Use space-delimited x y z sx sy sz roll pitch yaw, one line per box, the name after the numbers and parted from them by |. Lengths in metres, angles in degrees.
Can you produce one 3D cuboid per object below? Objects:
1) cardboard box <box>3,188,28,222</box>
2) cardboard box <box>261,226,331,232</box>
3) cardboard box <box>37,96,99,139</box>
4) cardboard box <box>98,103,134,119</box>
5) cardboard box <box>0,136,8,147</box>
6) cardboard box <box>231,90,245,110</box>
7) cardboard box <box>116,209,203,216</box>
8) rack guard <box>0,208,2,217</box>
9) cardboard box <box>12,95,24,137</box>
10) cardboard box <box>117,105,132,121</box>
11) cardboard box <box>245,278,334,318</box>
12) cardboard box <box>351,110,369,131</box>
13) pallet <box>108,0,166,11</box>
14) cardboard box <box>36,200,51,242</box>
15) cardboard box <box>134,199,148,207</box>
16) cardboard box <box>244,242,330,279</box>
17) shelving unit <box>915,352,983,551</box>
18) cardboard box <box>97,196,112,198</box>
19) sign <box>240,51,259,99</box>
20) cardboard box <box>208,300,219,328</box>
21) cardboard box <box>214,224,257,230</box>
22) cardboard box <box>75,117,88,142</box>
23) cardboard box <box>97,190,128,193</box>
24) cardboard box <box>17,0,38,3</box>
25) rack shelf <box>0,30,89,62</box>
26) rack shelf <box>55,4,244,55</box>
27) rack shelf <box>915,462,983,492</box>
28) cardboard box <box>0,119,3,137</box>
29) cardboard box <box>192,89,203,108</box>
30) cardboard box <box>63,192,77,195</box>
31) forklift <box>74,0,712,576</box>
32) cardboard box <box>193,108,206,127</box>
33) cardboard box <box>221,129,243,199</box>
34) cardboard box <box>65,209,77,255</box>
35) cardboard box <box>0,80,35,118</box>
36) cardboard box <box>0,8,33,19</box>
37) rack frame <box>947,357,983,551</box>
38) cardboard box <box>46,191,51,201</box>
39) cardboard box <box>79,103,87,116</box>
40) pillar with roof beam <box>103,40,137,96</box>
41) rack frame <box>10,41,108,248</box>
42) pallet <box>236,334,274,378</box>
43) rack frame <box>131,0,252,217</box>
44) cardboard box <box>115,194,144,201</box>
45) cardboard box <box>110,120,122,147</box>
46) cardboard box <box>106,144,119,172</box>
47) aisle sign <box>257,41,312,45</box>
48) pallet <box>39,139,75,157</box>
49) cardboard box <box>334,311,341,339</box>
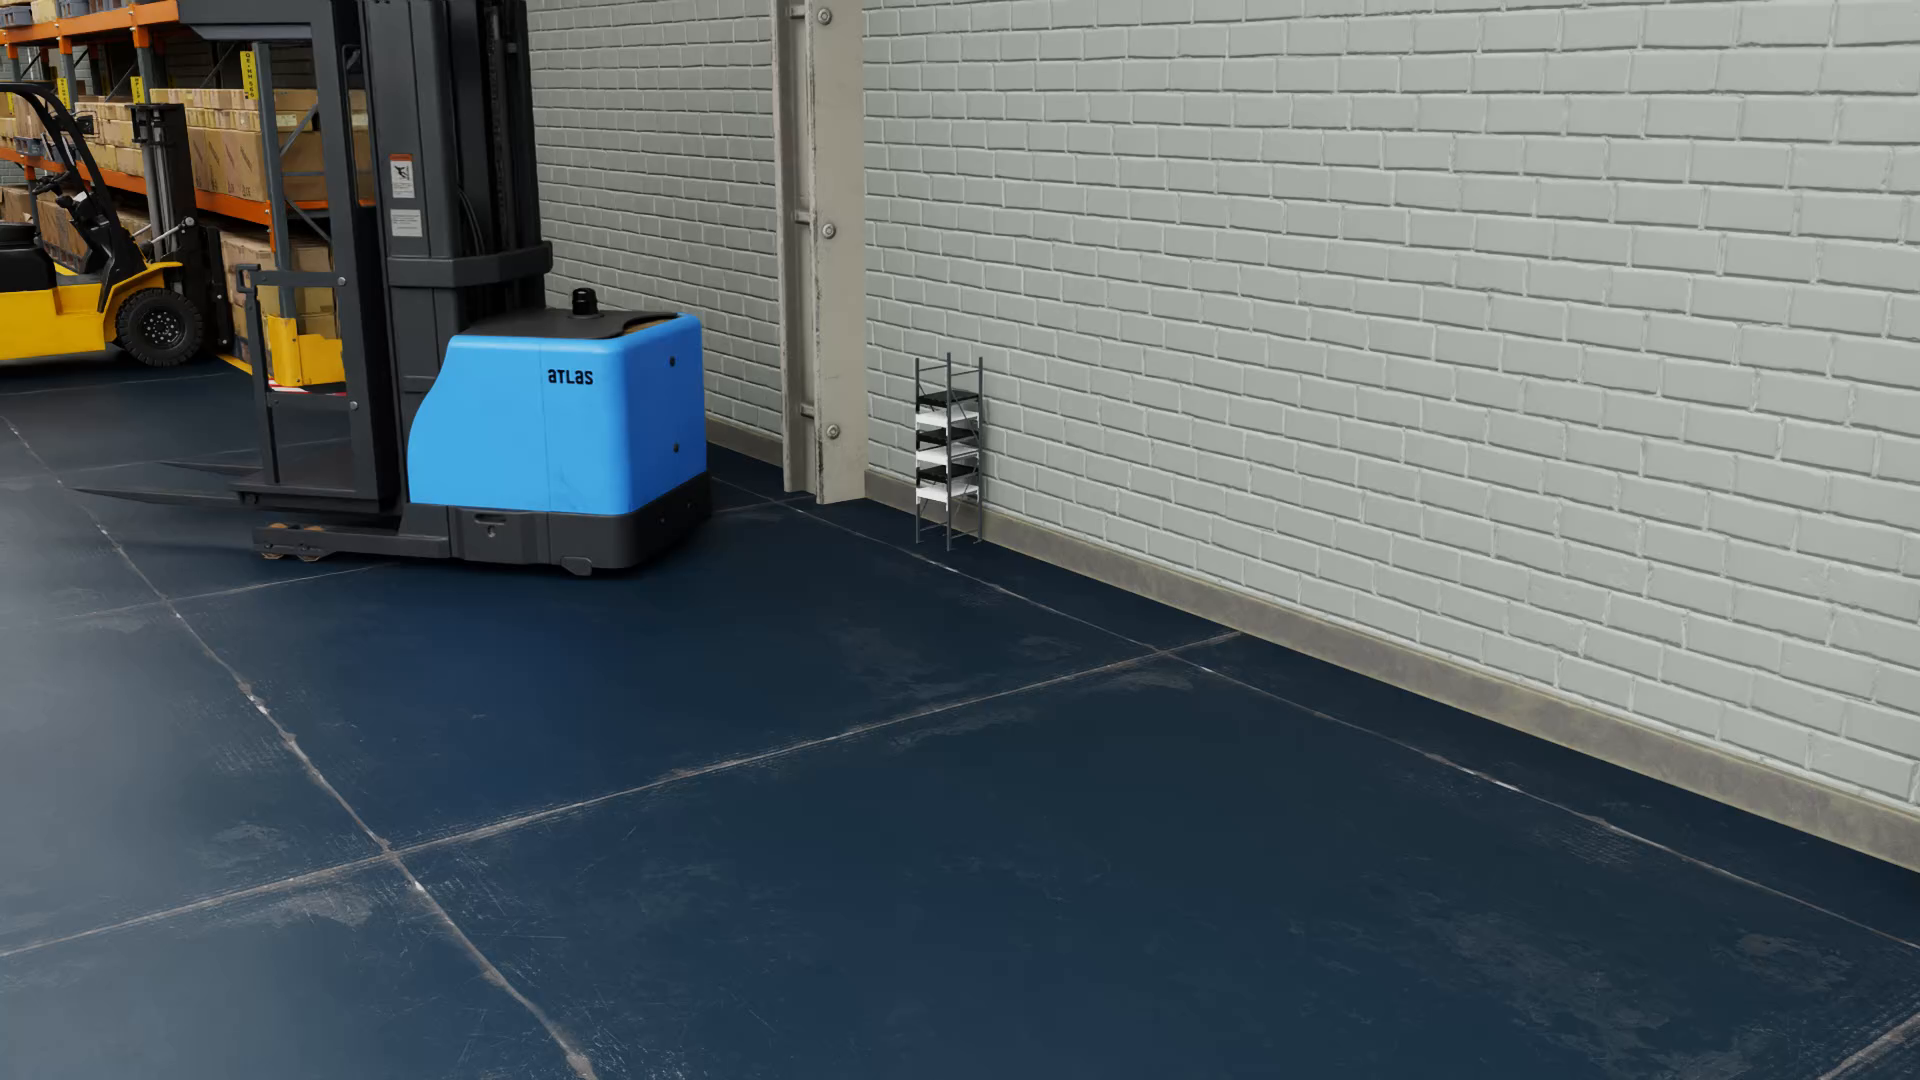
-13.224 -4.772 23.769 0.700 0.500 0.500 -10 18 -32 | cardboard box
-5.577 -2.508 14.077 0.500 0.250 0.500 -11 19 -36 | cardboard box
-10.383 -4.973 19.572 0.797 0.503 0.637 -11 19 -36 | cardboard box
-8.557 -4.374 16.957 0.380 0.149 0.250 -10 18 -33 | cardboard box
-13.118 -5.539 23.108 0.380 0.149 0.250 -10 18 -33 | cardboard box
-5.297 -3.340 12.617 0.380 0.149 0.250 -10 18 -33 | cardboard box
-8.528 -3.184 17.731 0.875 0.625 0.625 -10 18 -33 | cardboard box
-13.933 -4.887 24.985 1.175 0.500 0.348 -11 19 -35 | rack guard
-11.522 -5.368 21.021 0.700 0.500 0.500 -10 18 -33 | cardboard box
-7.832 -4.094 15.936 0.380 0.149 0.250 -12 19 -36 | cardboard box
-5.109 -1.865 12.675 0.500 0.250 0.500 -11 19 -35 | cardboard box
-4.560 -3.166 12.544 0.380 0.149 0.250 -11 19 -36 | cardboard box
-7.451 -5.087 15.662 0.805 0.209 1.217 -12 19 -37 | pallet
-11.523 -4.113 21.363 0.500 0.500 0.500 -10 18 -32 | cardboard box
-9.328 -3.870 19.245 0.380 0.149 0.250 -10 18 -32 | cardboard box
-5.093 -2.101 12.589 0.500 0.250 0.500 -10 18 -33 | cardboard box
-0.052 -0.422 7.914 0.210 0.900 0.258 14 20 40 | shelving unit
-10.192 -3.957 19.561 0.380 0.149 0.250 -10 18 -33 | cardboard box
-5.017 -3.284 11.750 0.100 0.325 0.005 -11 19 -35 | sign
-5.997 -1.943 13.907 0.500 0.250 0.500 -10 18 -33 | cardboard box
-6.297 -2.538 14.186 0.500 0.250 0.500 -10 18 -33 | cardboard box
-9.231 -4.433 17.928 0.500 0.250 0.500 -11 19 -35 | cardboard box
-10.577 -4.307 20.842 0.380 0.149 0.250 -10 18 -33 | cardboard box
-10.847 -6.381 19.519 0.380 0.149 0.250 -10 18 -33 | cardboard box
-12.802 -6.782 22.853 1.077 0.370 4.000 -11 19 -35 | rack shelf
-8.098 -5.073 16.611 1.077 0.370 4.000 -11 19 -35 | rack shelf
-0.052 -0.303 7.946 0.200 0.077 0.258 14 20 40 | rack shelf
-13.014 -5.720 23.014 0.500 0.250 0.500 -11 19 -36 | cardboard box
-6.153 -3.674 13.837 0.380 0.149 0.250 -11 19 -35 | cardboard box
-10.812 -4.178 20.368 0.380 0.149 0.250 -10 18 -33 | cardboard box
-2.800 -1.441 7.788 3.031 2.935 1.130 4 16 13 | forklift
-6.054 -3.465 13.638 0.380 0.149 0.250 -11 19 -36 | cardboard box
-5.369 -2.917 12.863 0.500 0.500 0.500 -10 18 -33 | cardboard box
-10.292 -3.674 19.758 0.500 0.500 0.500 -10 18 -32 | cardboard box
-13.047 -6.083 22.919 0.500 0.500 0.500 -10 18 -33 | cardboard box
-12.112 -6.837 21.412 0.500 0.250 0.500 -11 19 -34 | cardboard box
0.023 -0.404 7.848 0.006 0.900 0.240 14 20 40 | rack frame
-11.405 -4.400 21.179 0.380 0.149 0.250 -11 19 -36 | cardboard box
-9.167 -4.591 17.751 0.380 0.149 0.250 -10 18 -33 | cardboard box
-14.788 -7.769 19.414 9.100 9.000 0.400 -11 19 -35 | pillar with roof beam
-11.626 -5.255 21.593 1.000 3.000 0.127 -11 19 -35 | rack frame
-5.054 -1.504 13.172 1.003 0.211 1.213 -11 19 -35 | pallet
-6.922 -3.547 15.352 1.000 3.000 0.127 -11 19 -35 | rack frame
-9.951 -4.092 20.057 0.380 0.149 0.250 -11 19 -36 | cardboard box
-8.022 -3.999 16.343 0.500 0.250 0.500 -10 18 -33 | cardboard box
-8.307 -3.868 16.809 0.500 0.250 0.500 -10 18 -33 | cardboard box
-4.769 -3.887 11.670 0.394 0.787 0.004 -11 19 -35 | aisle sign
-10.421 -4.723 20.013 1.003 0.211 1.213 -11 19 -35 | pallet
-4.701 -1.704 13.033 0.500 0.250 0.500 -11 19 -34 | cardboard box
